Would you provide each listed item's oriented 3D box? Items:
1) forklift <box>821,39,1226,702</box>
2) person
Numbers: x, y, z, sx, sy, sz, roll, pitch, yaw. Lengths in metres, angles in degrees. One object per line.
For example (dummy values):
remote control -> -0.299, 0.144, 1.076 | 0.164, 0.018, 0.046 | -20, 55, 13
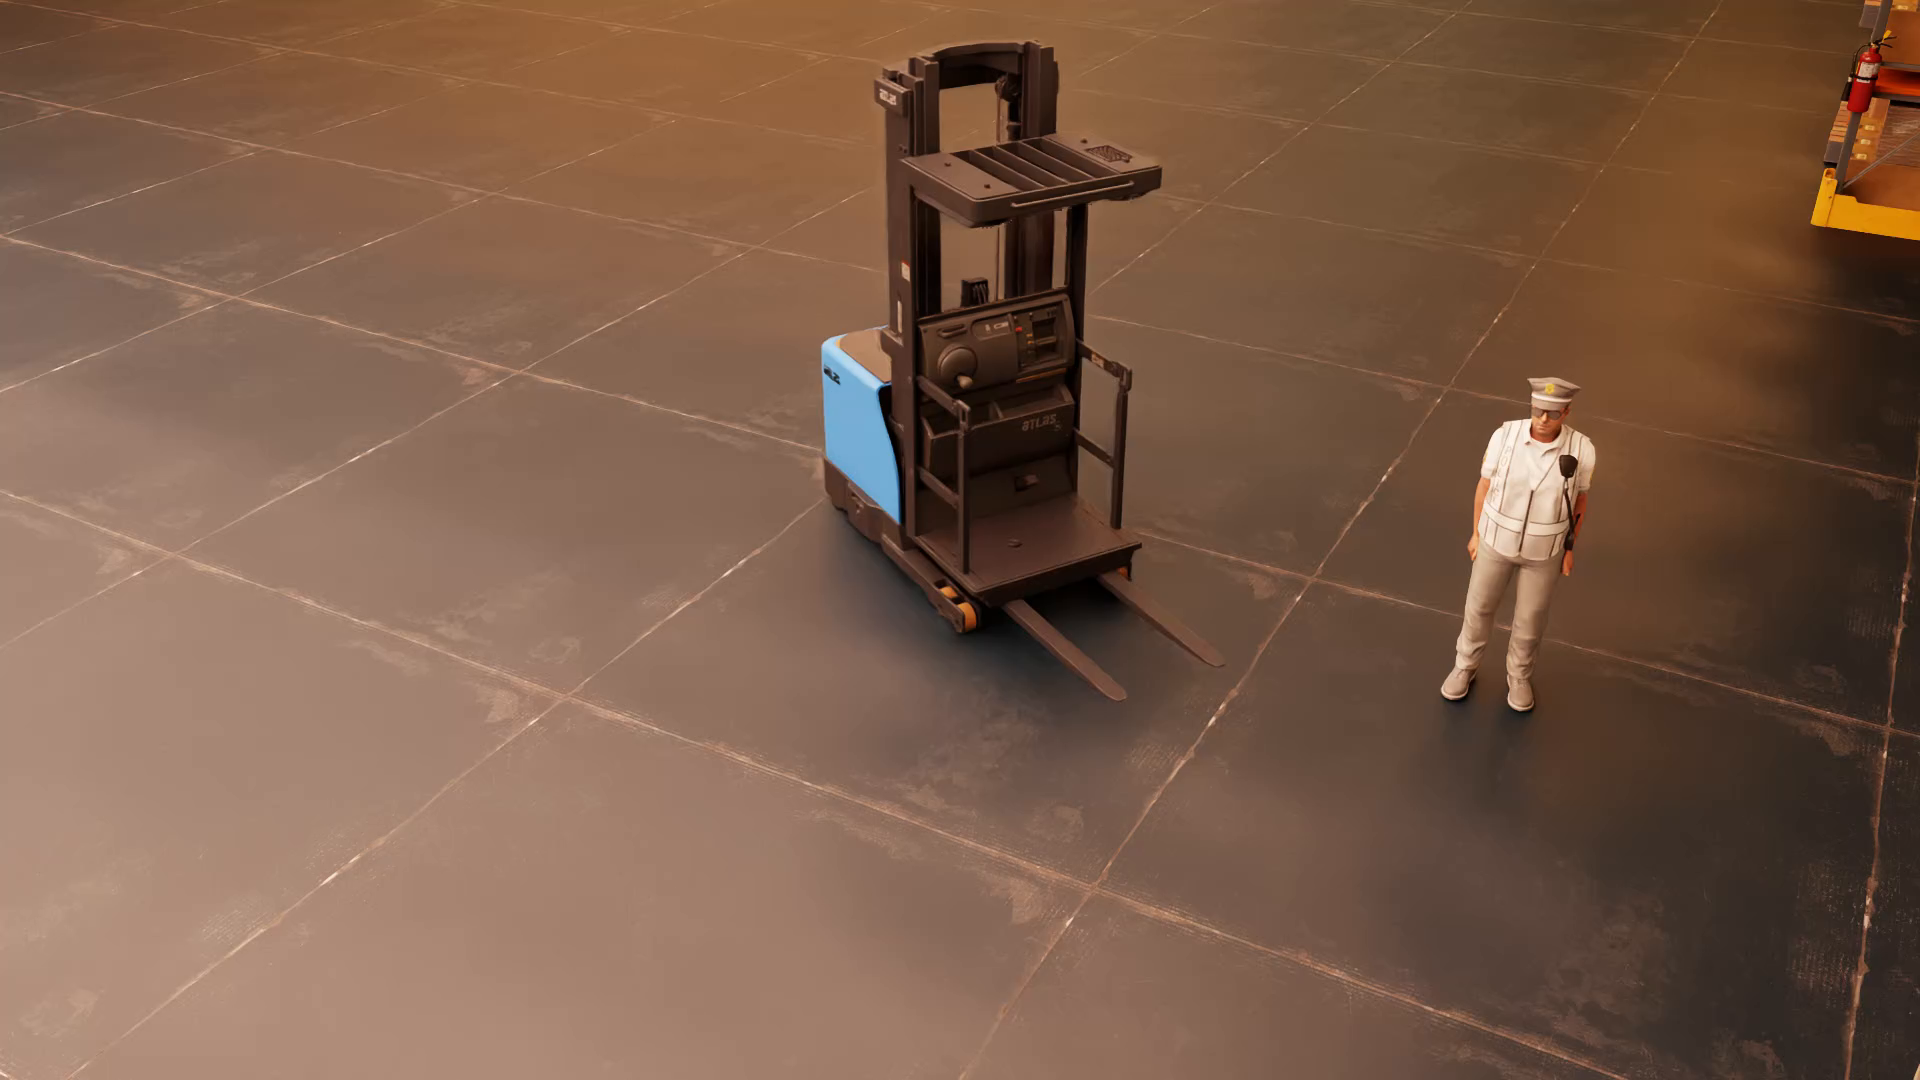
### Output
forklift -> 0.317, -1.022, 8.841 | 1.130, 2.935, 3.031 | -16, 34, -25
person -> 2.783, 0.008, 8.218 | 0.521, 1.775, 0.399 | 10, 31, 17
